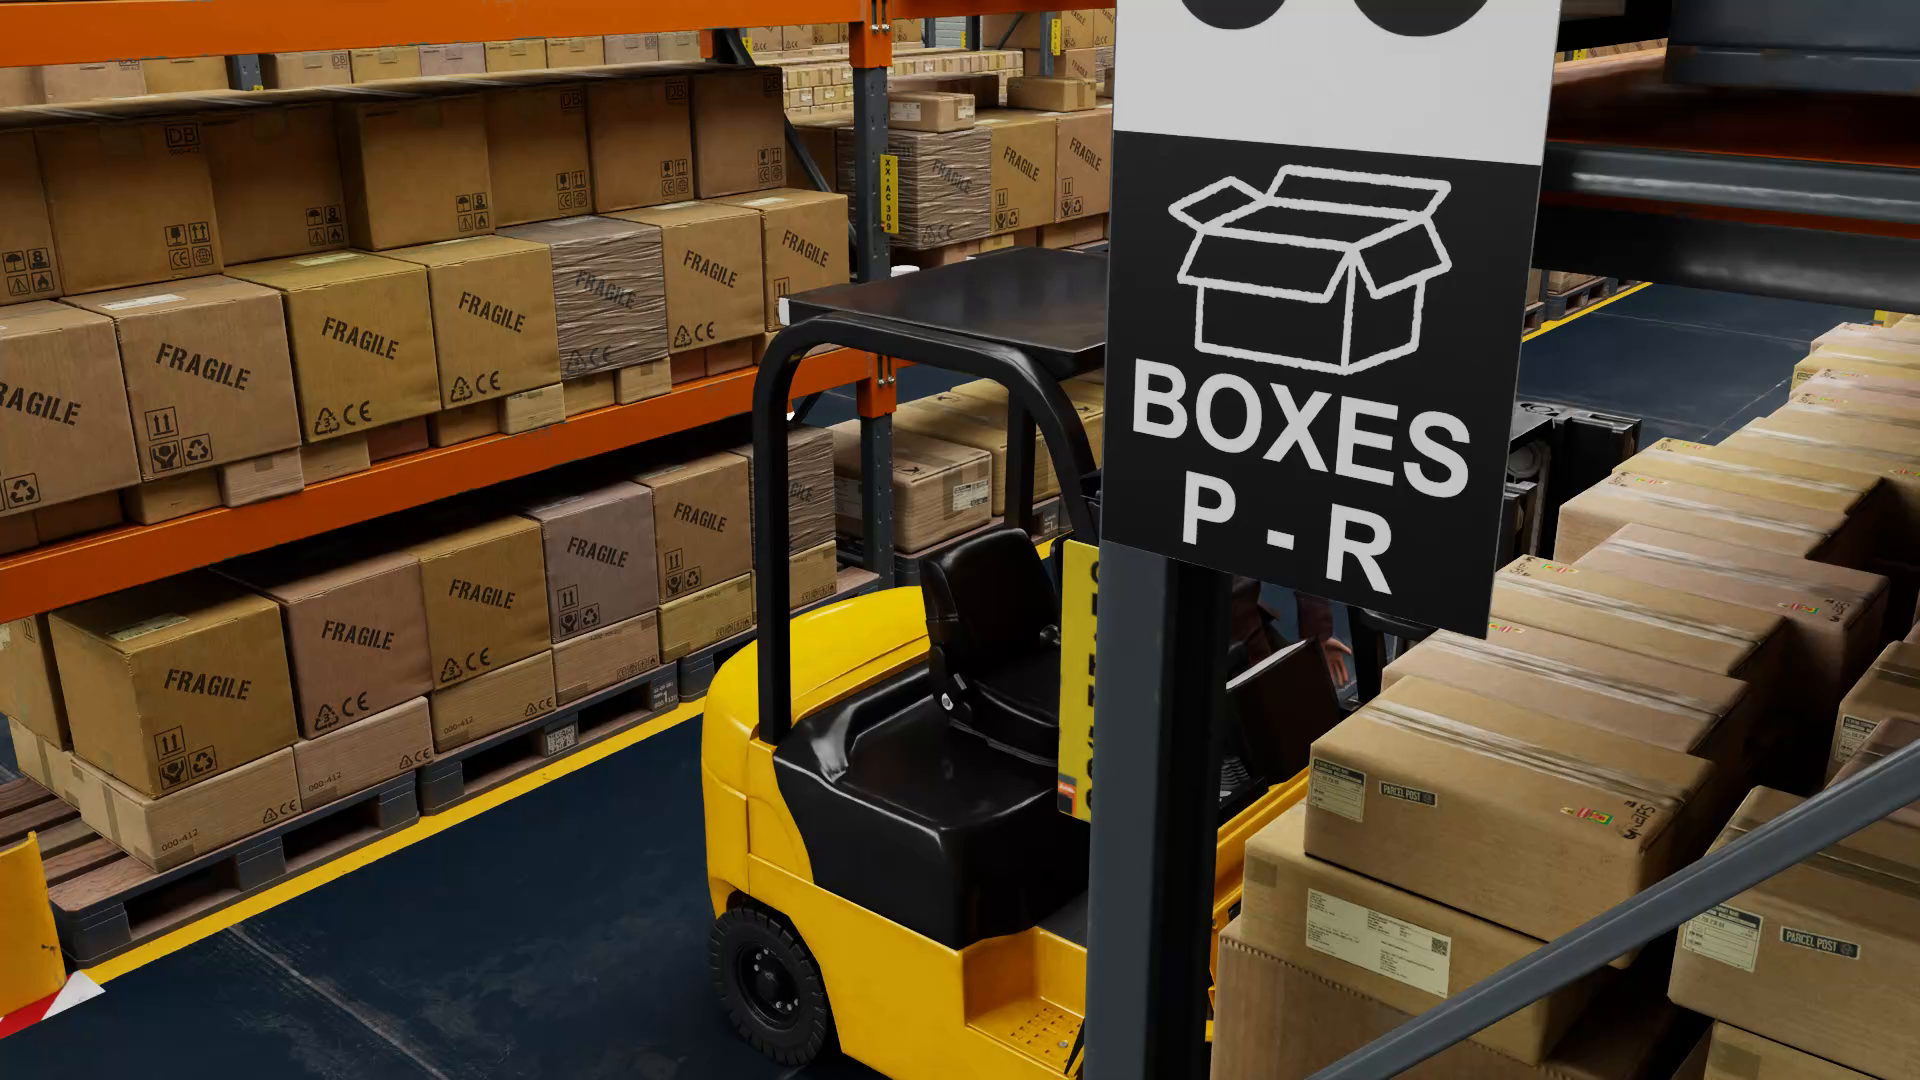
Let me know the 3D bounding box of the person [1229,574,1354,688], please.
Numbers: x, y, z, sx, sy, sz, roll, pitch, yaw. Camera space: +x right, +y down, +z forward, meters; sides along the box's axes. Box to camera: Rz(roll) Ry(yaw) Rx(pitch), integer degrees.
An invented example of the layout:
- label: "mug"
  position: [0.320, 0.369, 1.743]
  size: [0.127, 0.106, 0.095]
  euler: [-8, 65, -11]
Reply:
- label: "person"
  position: [0.998, 0.296, 5.911]
  size: [0.752, 1.349, 0.633]
  euler: [16, 25, 37]
